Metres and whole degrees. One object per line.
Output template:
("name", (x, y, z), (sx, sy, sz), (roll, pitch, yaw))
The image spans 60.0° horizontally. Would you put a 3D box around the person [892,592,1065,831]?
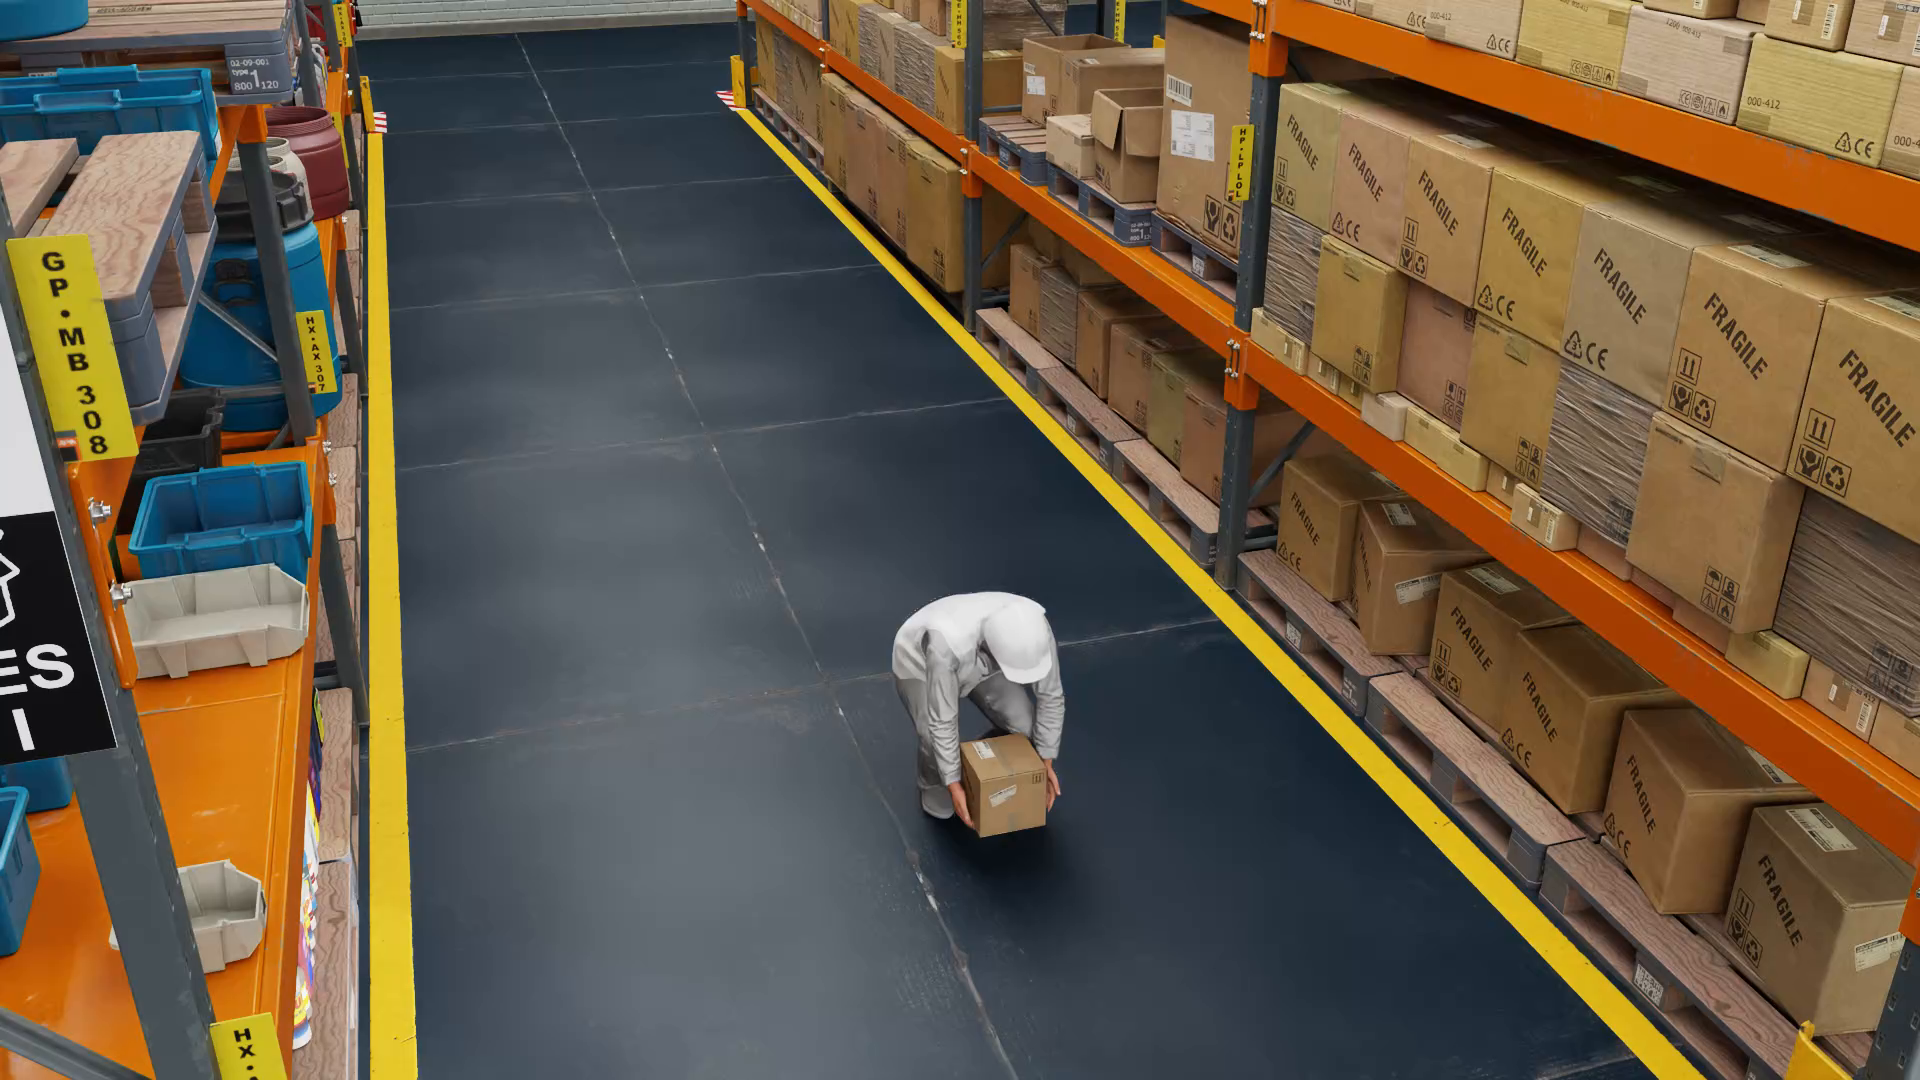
("person", (0.074, 0.564, 6.275), (0.536, 1.039, 0.871), (-8, 27, -16))
